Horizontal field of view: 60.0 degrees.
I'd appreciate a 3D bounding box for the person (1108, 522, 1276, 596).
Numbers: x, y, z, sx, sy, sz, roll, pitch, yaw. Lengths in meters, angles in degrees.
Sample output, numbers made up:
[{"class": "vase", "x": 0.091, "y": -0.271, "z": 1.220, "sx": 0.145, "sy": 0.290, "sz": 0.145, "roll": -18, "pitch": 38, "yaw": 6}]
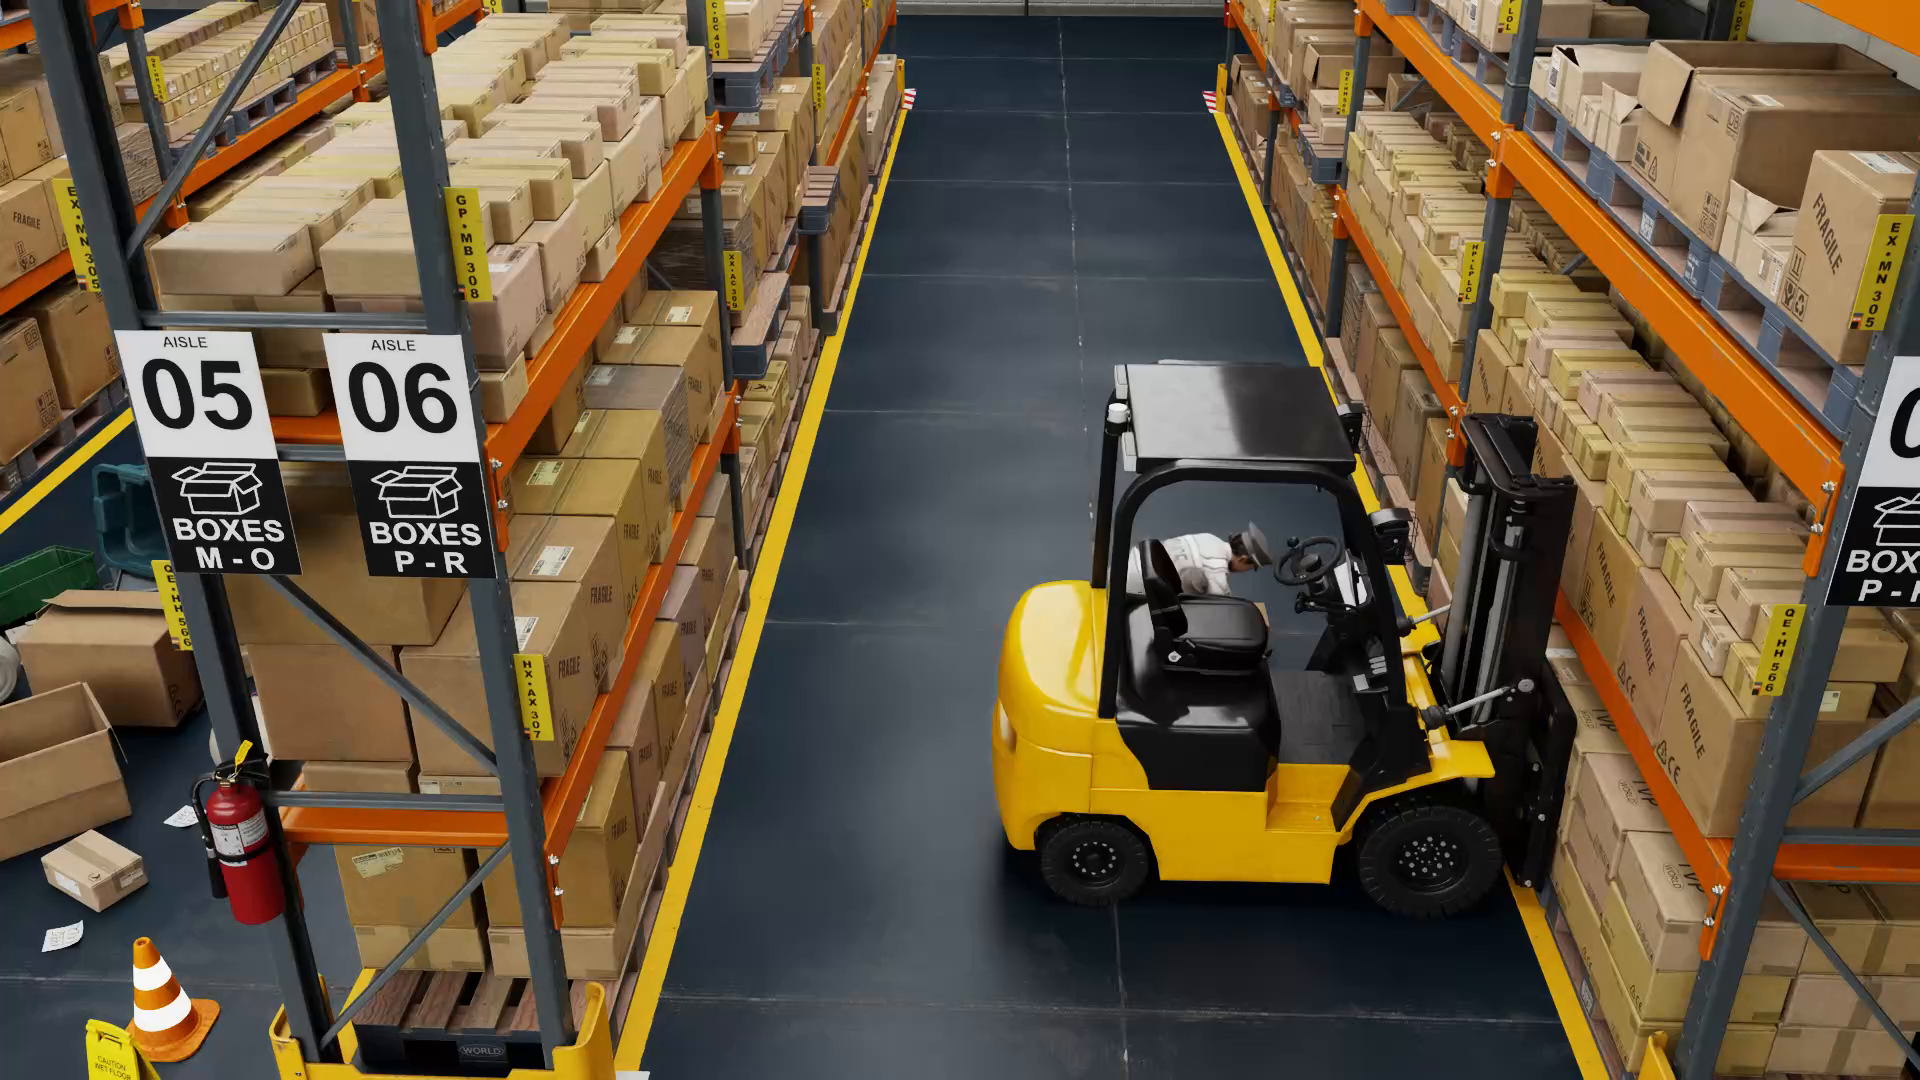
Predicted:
[{"class": "person", "x": 1.257, "y": 0.299, "z": 9.055, "sx": 0.902, "sy": 0.808, "sz": 0.462, "roll": 0, "pitch": 28, "yaw": 1}]
